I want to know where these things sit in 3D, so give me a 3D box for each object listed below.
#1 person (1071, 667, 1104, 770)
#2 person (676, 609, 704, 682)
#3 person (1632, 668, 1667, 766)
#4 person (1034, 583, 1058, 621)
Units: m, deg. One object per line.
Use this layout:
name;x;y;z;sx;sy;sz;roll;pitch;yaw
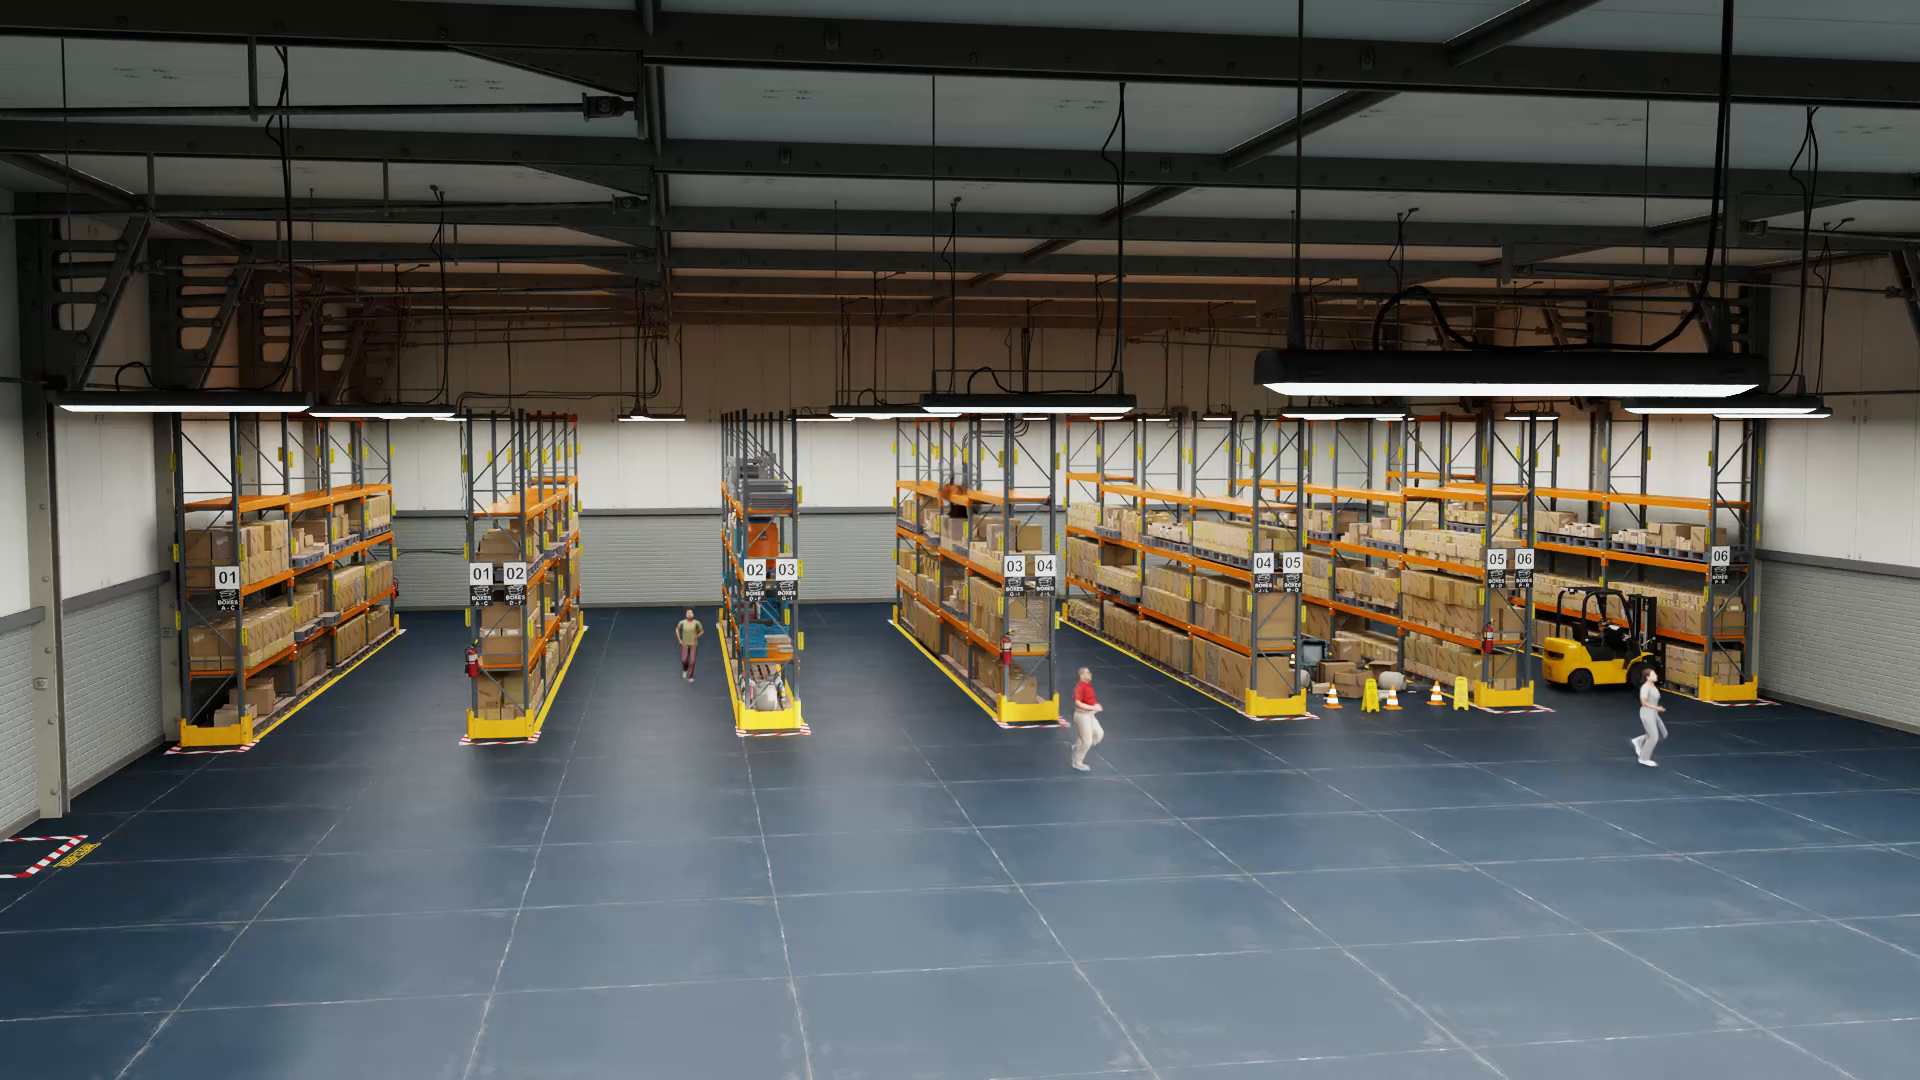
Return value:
person;2.110;2.953;27.548;0.578;1.696;0.716;1;4;20
person;-5.982;2.336;36.810;0.624;1.638;0.514;0;4;-6
person;11.604;2.963;27.905;0.520;1.636;0.601;3;5;40
person;2.317;1.720;45.080;0.707;1.822;0.729;0;4;-3
